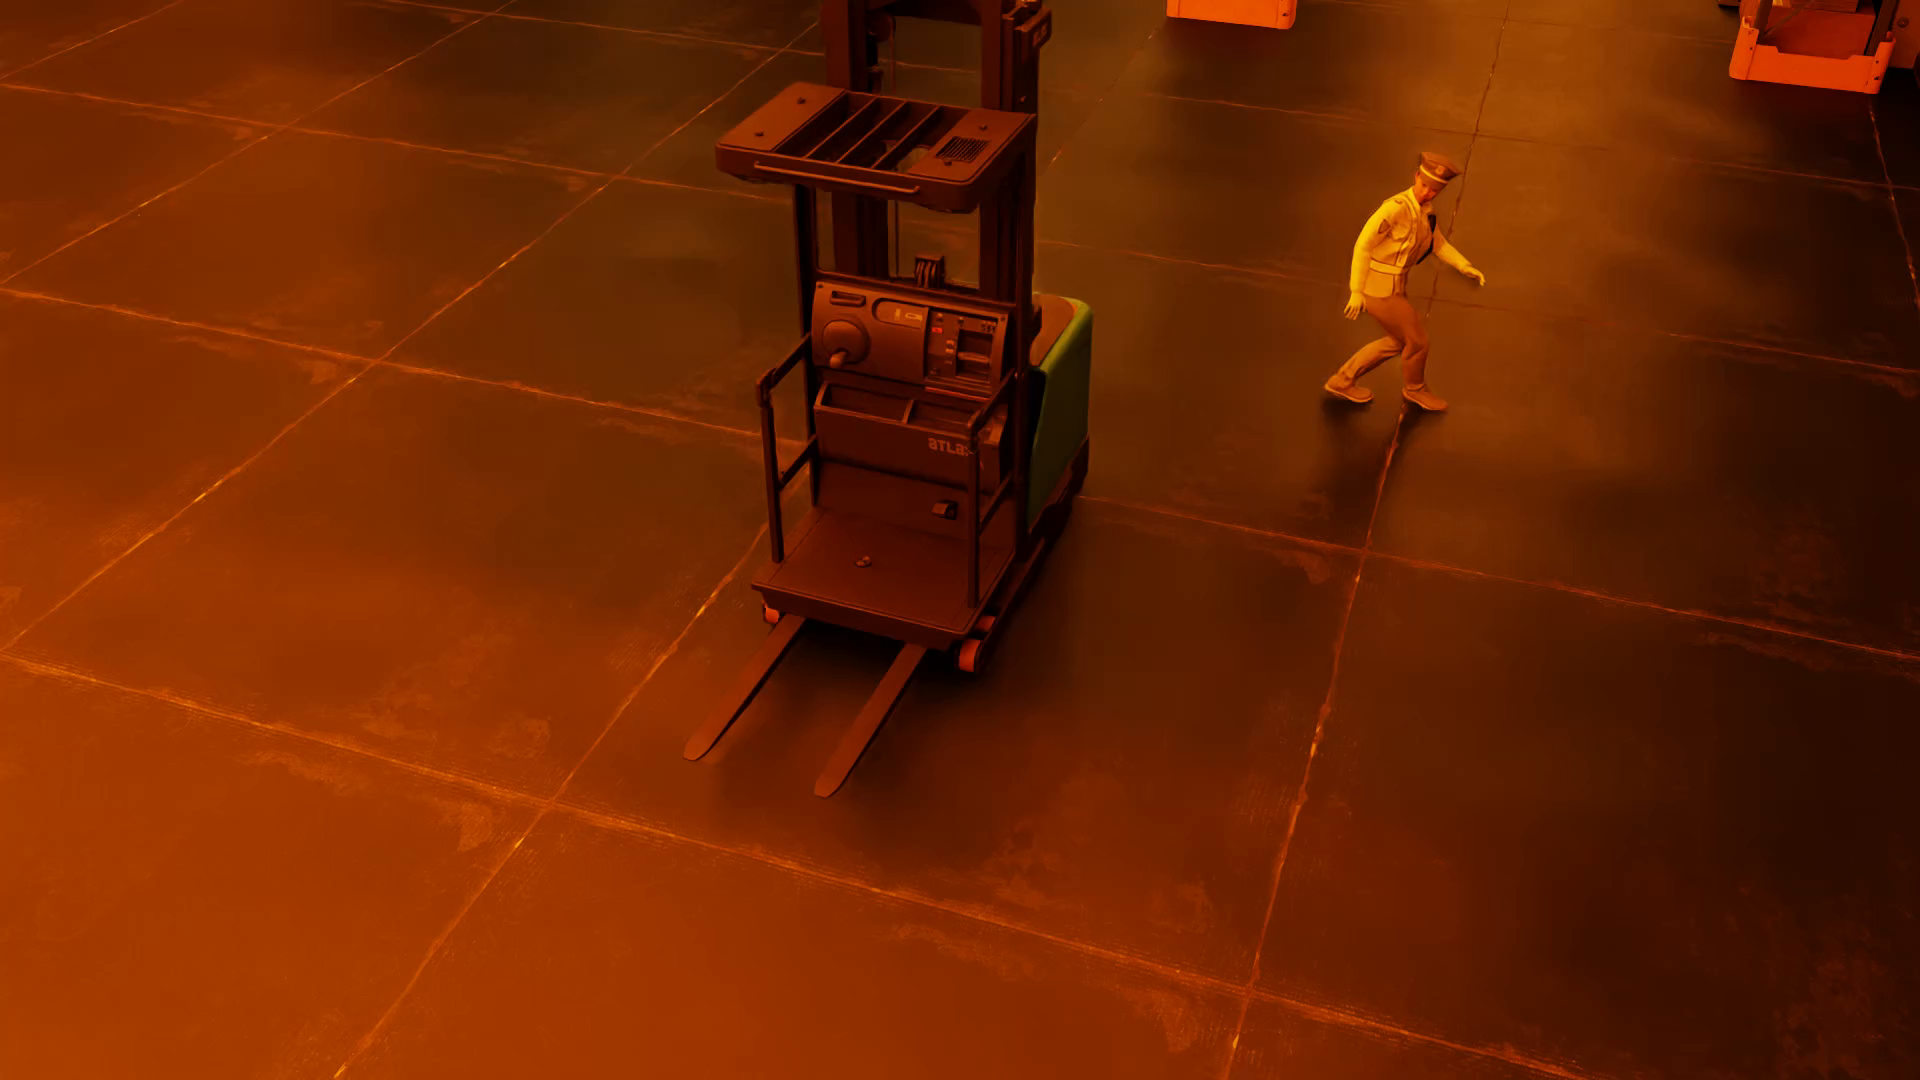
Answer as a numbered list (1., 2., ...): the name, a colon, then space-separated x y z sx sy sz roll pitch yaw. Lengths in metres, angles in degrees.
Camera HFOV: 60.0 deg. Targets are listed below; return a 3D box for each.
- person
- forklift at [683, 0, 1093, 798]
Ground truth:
1. person: 2.496 -1.365 9.259 0.777 1.563 0.742 13 37 18
2. forklift: -0.306 -0.849 7.308 1.130 2.935 3.031 13 37 17
